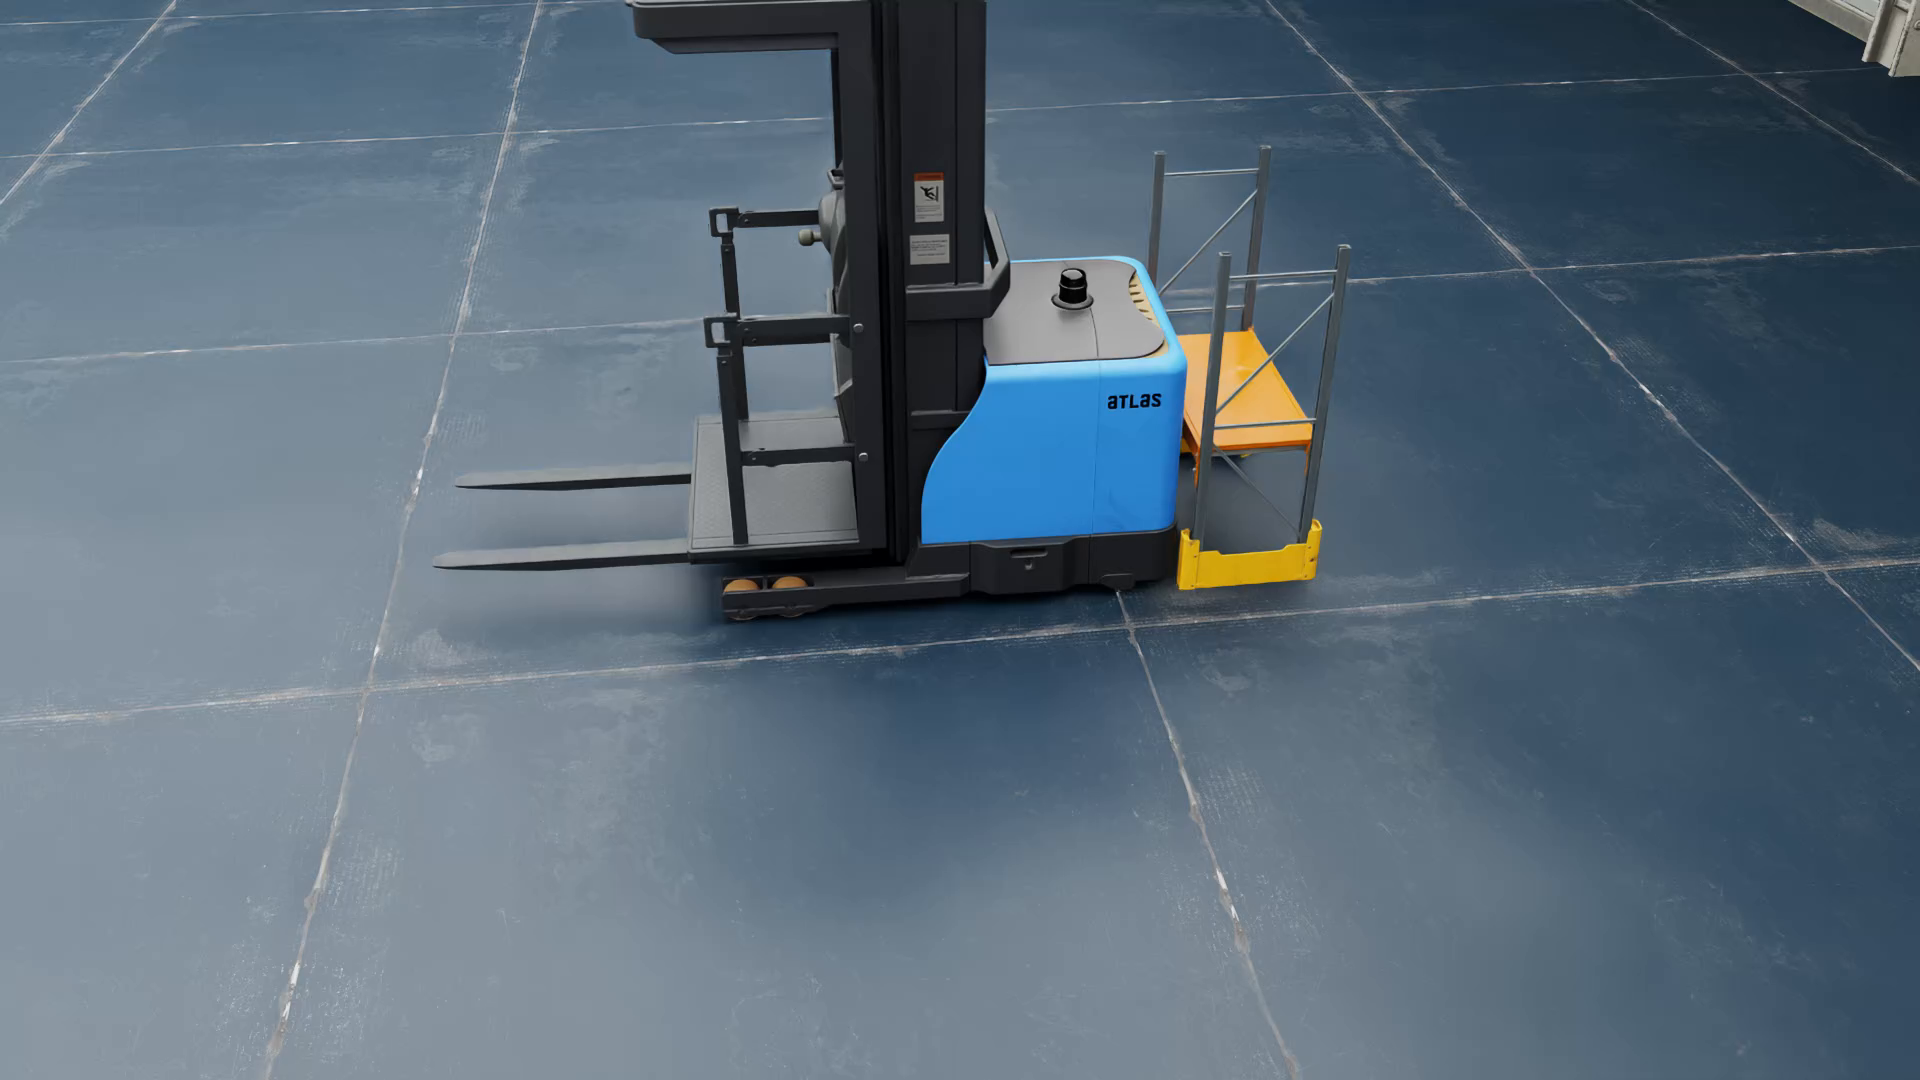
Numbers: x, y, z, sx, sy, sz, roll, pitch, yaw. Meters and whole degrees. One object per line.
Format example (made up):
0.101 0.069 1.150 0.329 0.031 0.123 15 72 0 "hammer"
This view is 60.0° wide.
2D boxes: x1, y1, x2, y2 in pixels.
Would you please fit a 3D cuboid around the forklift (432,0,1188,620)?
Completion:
-0.656 -1.198 6.405 3.031 2.935 1.130 -3 34 -5 "forklift"

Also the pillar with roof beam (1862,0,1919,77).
2.736 -6.932 9.431 9.100 9.000 0.400 -4 35 -6 "pillar with roof beam"

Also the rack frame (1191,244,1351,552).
1.205 -0.455 6.586 0.500 1.500 0.032 -4 35 -7 "rack frame"

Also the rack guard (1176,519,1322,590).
1.205 0.060 6.939 0.587 0.250 0.087 -4 35 -7 "rack guard"

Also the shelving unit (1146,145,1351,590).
1.136 -0.734 6.995 0.587 1.500 1.083 -4 35 -7 "shelving unit"

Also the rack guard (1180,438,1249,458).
1.067 -0.495 7.754 0.587 0.250 0.087 -4 35 -7 "rack guard"

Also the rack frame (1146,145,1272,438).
1.064 -1.022 7.418 0.500 1.500 0.032 -4 35 -7 "rack frame"

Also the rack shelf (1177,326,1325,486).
1.135 -0.590 7.104 0.538 0.185 1.000 -4 35 -7 "rack shelf"
